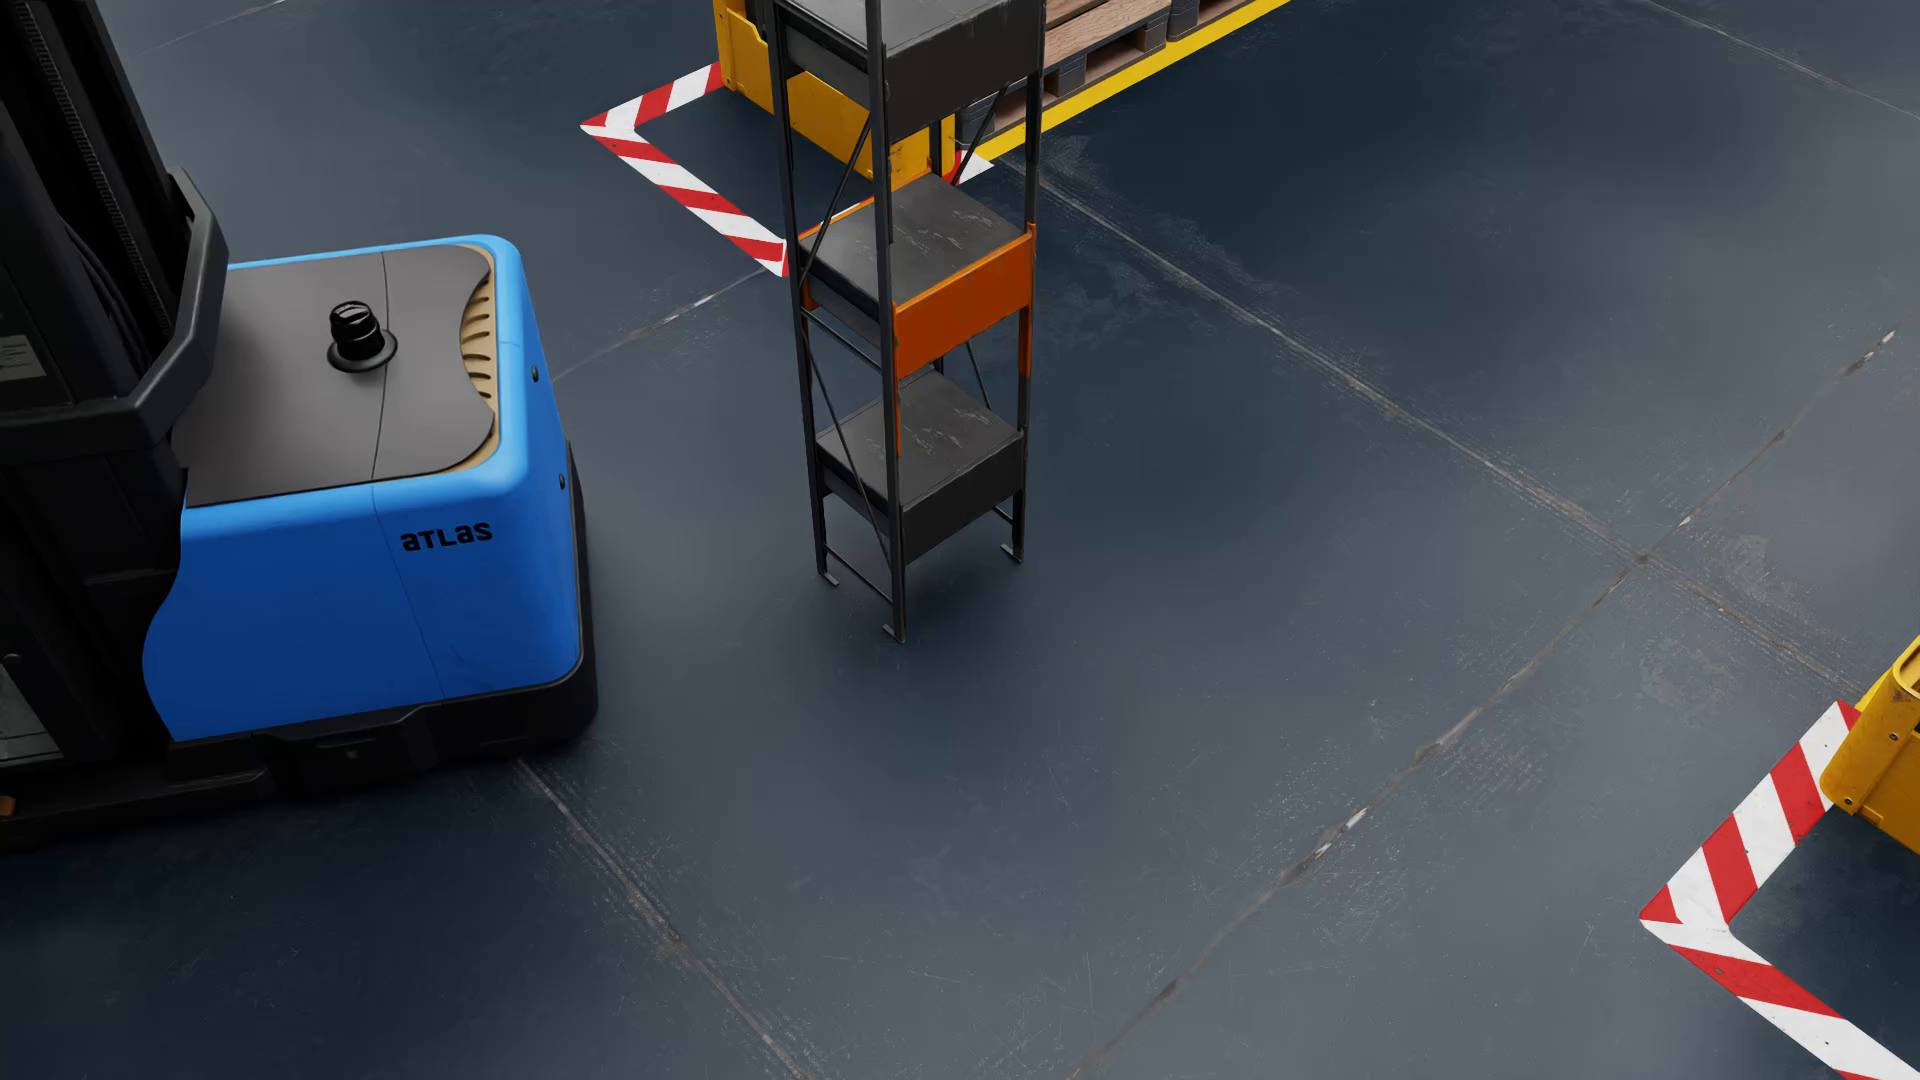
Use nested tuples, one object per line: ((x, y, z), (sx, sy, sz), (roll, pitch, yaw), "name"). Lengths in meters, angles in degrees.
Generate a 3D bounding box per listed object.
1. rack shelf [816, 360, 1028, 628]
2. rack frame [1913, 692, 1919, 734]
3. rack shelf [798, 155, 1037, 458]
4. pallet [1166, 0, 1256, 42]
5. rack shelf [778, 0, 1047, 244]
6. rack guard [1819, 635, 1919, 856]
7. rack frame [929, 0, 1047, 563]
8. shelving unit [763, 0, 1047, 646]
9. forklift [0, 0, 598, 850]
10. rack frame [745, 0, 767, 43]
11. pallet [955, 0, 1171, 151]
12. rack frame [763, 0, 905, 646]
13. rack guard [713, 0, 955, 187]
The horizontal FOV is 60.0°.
((-0.122, -0.146, 4.927), (0.480, 0.518, 0.431), (-34, 56, -27), "rack shelf")
((2.824, -0.060, 3.264), (0.127, 3.000, 1.000), (-34, 56, -27), "rack frame")
((-0.122, -0.621, 4.413), (0.480, 0.518, 0.431), (-34, 56, -27), "rack shelf")
((1.033, -2.797, 7.687), (1.213, 0.211, 1.003), (-34, 56, -27), "pallet")
((-0.122, -1.096, 3.898), (0.480, 0.518, 0.431), (-34, 56, -27), "rack shelf")
((2.880, 0.750, 4.218), (0.348, 0.500, 1.175), (-34, 56, -27), "rack guard")
((0.058, -0.751, 4.514), (0.015, 2.100, 0.400), (-34, 56, -27), "rack frame")
((-0.122, -0.630, 4.403), (0.503, 2.100, 0.431), (-34, 56, -27), "shelving unit")
((-2.596, -0.555, 3.768), (3.031, 2.935, 1.130), (-9, 48, -8), "forklift")
((-0.505, -2.755, 5.751), (0.127, 3.000, 1.000), (-34, 56, -27), "rack frame")
((0.131, -2.196, 7.133), (1.213, 0.211, 1.003), (-34, 56, -27), "pallet")
((-0.303, -0.510, 4.291), (0.015, 2.100, 0.400), (-34, 56, -27), "rack frame")
((-0.514, -1.889, 6.653), (0.348, 0.500, 1.175), (-34, 56, -27), "rack guard")
